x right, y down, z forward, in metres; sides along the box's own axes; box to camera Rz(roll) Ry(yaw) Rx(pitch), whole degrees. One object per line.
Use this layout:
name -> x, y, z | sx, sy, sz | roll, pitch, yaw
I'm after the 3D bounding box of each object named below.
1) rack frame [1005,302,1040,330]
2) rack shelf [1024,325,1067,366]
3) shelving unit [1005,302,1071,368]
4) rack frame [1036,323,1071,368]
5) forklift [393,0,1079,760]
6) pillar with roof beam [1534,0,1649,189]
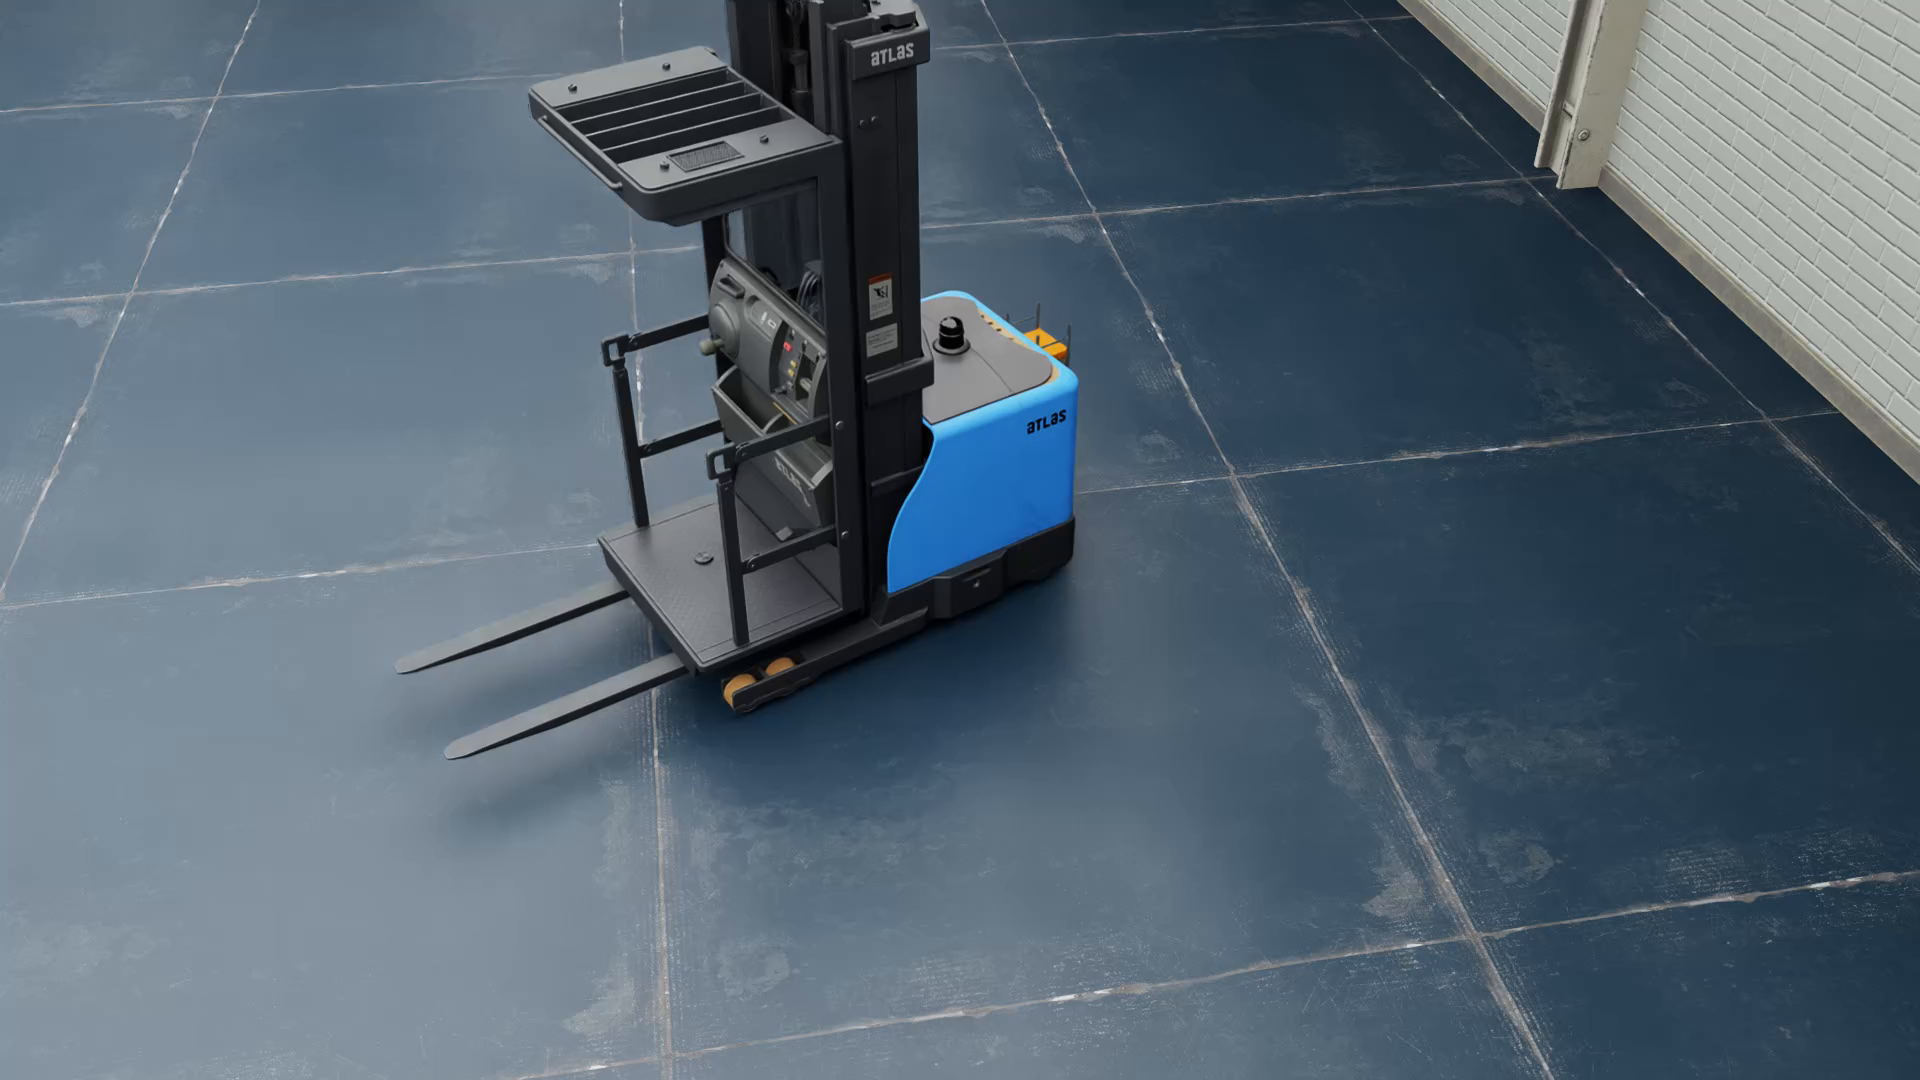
rack frame -> 0.297, -0.681, 8.170 | 0.200, 1.050, 0.008 | -23, 43, -26
rack shelf -> 0.365, -0.834, 7.923 | 0.215, 0.259, 0.240 | -23, 43, -26
shelving unit -> 0.365, -0.619, 8.091 | 0.215, 1.050, 0.252 | -23, 43, -26
rack frame -> 0.434, -0.557, 8.011 | 0.200, 1.050, 0.008 | -23, 43, -26
forklift -> -0.971, -0.782, 6.768 | 3.031, 2.935, 1.130 | -22, 43, -26
pillar with roof beam -> -0.088, -5.586, 8.005 | 9.100, 9.000, 0.400 | -6, 38, -8
